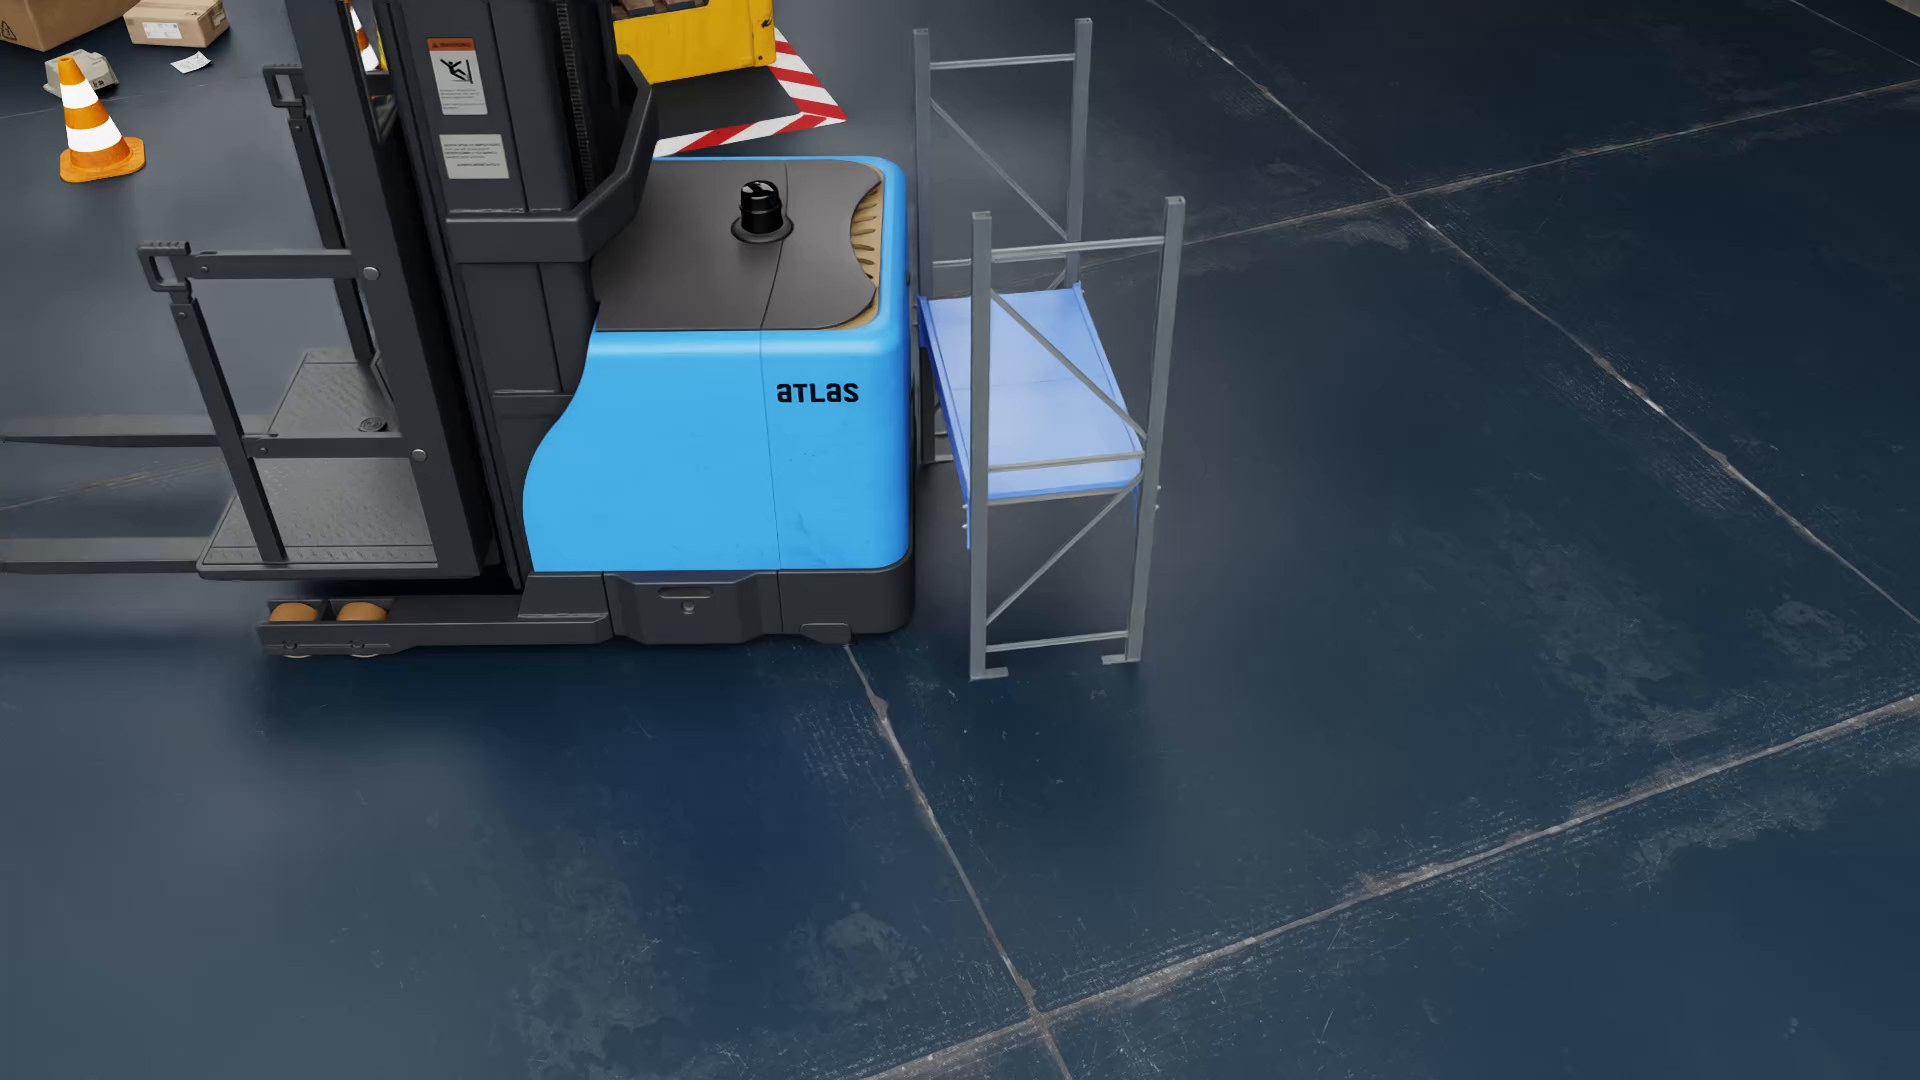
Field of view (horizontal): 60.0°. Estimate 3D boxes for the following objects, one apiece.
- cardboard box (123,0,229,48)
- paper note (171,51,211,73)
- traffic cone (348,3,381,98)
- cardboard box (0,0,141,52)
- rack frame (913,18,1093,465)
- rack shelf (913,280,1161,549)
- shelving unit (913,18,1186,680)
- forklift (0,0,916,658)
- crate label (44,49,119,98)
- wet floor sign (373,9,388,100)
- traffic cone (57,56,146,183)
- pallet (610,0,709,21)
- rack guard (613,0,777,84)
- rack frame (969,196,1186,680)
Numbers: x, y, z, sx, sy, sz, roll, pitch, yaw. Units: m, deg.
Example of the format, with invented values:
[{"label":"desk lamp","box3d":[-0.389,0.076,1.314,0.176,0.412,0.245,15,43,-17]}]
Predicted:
[{"label":"cardboard box","box3d":[-3.796,-2.515,8.061,0.380,0.149,0.250,5,41,6]},{"label":"paper note","box3d":[-3.630,-2.258,7.852,0.148,0.019,0.142,-31,49,-31]},{"label":"traffic cone","box3d":[-2.785,-2.286,7.553,0.336,0.463,0.334,-15,43,-17]},{"label":"cardboard box","box3d":[-4.440,-2.791,8.109,0.637,0.503,0.797,19,44,20]},{"label":"rack frame","box3d":[0.120,-0.855,5.094,0.500,1.500,0.032,-6,41,-7]},{"label":"rack shelf","box3d":[0.198,-0.391,4.831,0.538,0.185,1.000,-6,41,-7]},{"label":"shelving unit","box3d":[0.198,-0.528,4.713,0.538,1.500,1.048,-6,41,-7]},{"label":"forklift","box3d":[-1.656,-1.115,4.299,3.031,2.935,1.130,-1,41,-1]},{"label":"crate label","box3d":[-4.039,-2.139,7.632,0.298,0.136,0.250,27,47,27]},{"label":"wet floor sign","box3d":[-2.345,-2.037,7.123,0.267,0.644,0.232,-2,41,-2]},{"label":"traffic cone","box3d":[-3.681,-1.804,6.993,0.336,0.463,0.334,-15,43,-17]},{"label":"pallet","box3d":[-1.736,-2.797,8.341,1.003,0.211,1.213,-15,43,-17]},{"label":"rack guard","box3d":[-1.458,-2.409,7.668,1.175,0.500,0.348,-15,43,-17]},{"label":"rack frame","box3d":[0.276,-0.200,4.332,0.500,1.500,0.032,-6,41,-7]}]
